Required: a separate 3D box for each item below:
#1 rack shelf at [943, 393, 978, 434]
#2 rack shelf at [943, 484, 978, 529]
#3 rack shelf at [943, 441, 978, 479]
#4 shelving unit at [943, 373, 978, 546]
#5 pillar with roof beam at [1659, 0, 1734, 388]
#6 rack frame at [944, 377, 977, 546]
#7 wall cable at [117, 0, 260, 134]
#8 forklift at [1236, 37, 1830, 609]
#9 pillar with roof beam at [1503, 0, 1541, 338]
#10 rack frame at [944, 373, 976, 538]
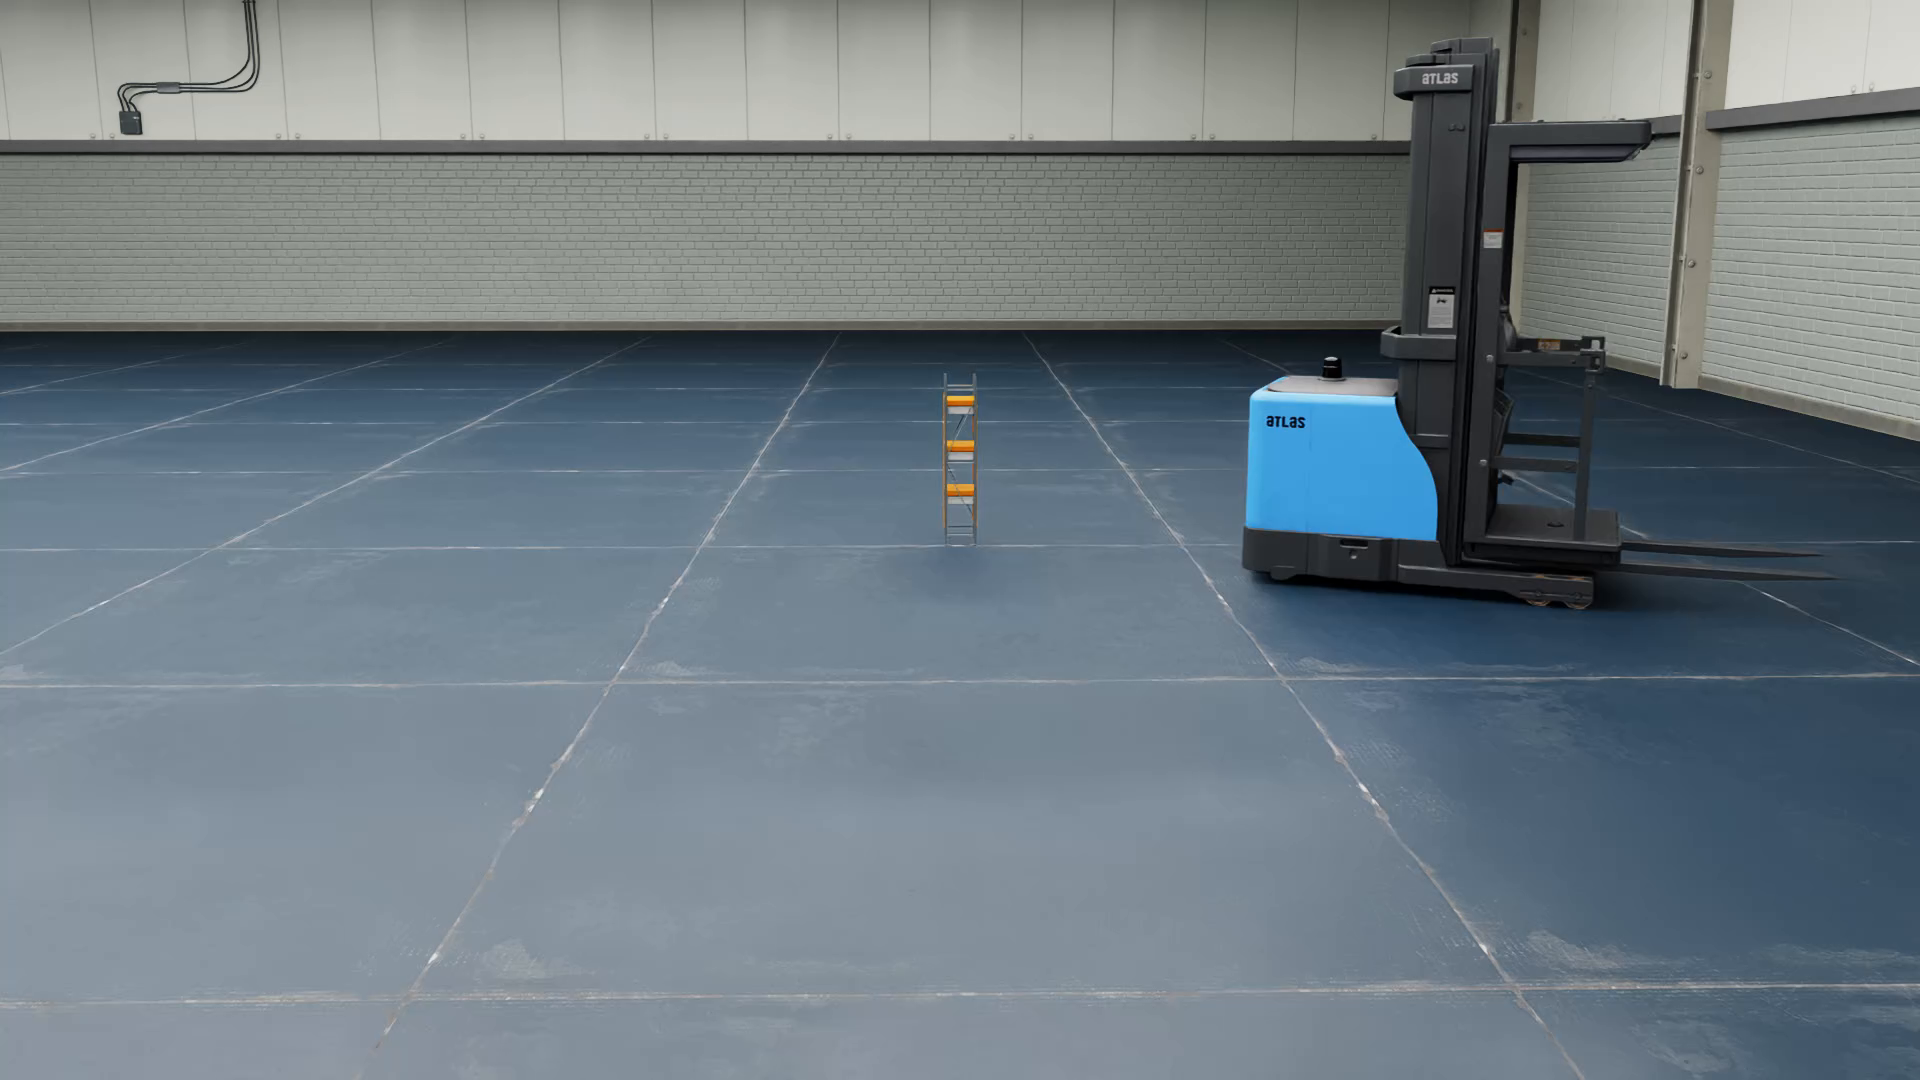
[{"bbox_3d":[0.001,-0.772,10.348,0.215,0.259,0.240,0,11,-1],"label":"rack shelf"},{"bbox_3d":[0.001,-0.221,10.460,0.215,0.259,0.240,0,11,-1],"label":"rack shelf"},{"bbox_3d":[0.001,-0.494,10.404,0.215,0.259,0.240,0,11,-1],"label":"rack shelf"},{"bbox_3d":[0.001,-0.504,10.402,0.215,1.050,0.252,0,11,-1],"label":"shelving unit"},{"bbox_3d":[4.080,-6.181,18.392,9.100,9.000,0.400,0,11,-1],"label":"pillar with roof beam"},{"bbox_3d":[0.004,-0.480,10.283,0.200,1.050,0.008,0,11,-1],"label":"rack frame"},{"bbox_3d":[-12.480,-9.555,26.472,2.305,6.003,0.169,0,11,-1],"label":"wall cable"},{"bbox_3d":[3.142,-1.193,9.066,3.031,2.935,1.130,4,12,20],"label":"forklift"},{"bbox_3d":[3.956,-7.373,24.271,9.100,9.000,0.400,0,11,-1],"label":"pillar with roof beam"},{"bbox_3d":[-0.001,-0.528,10.522,0.200,1.050,0.008,0,11,-1],"label":"rack frame"}]
